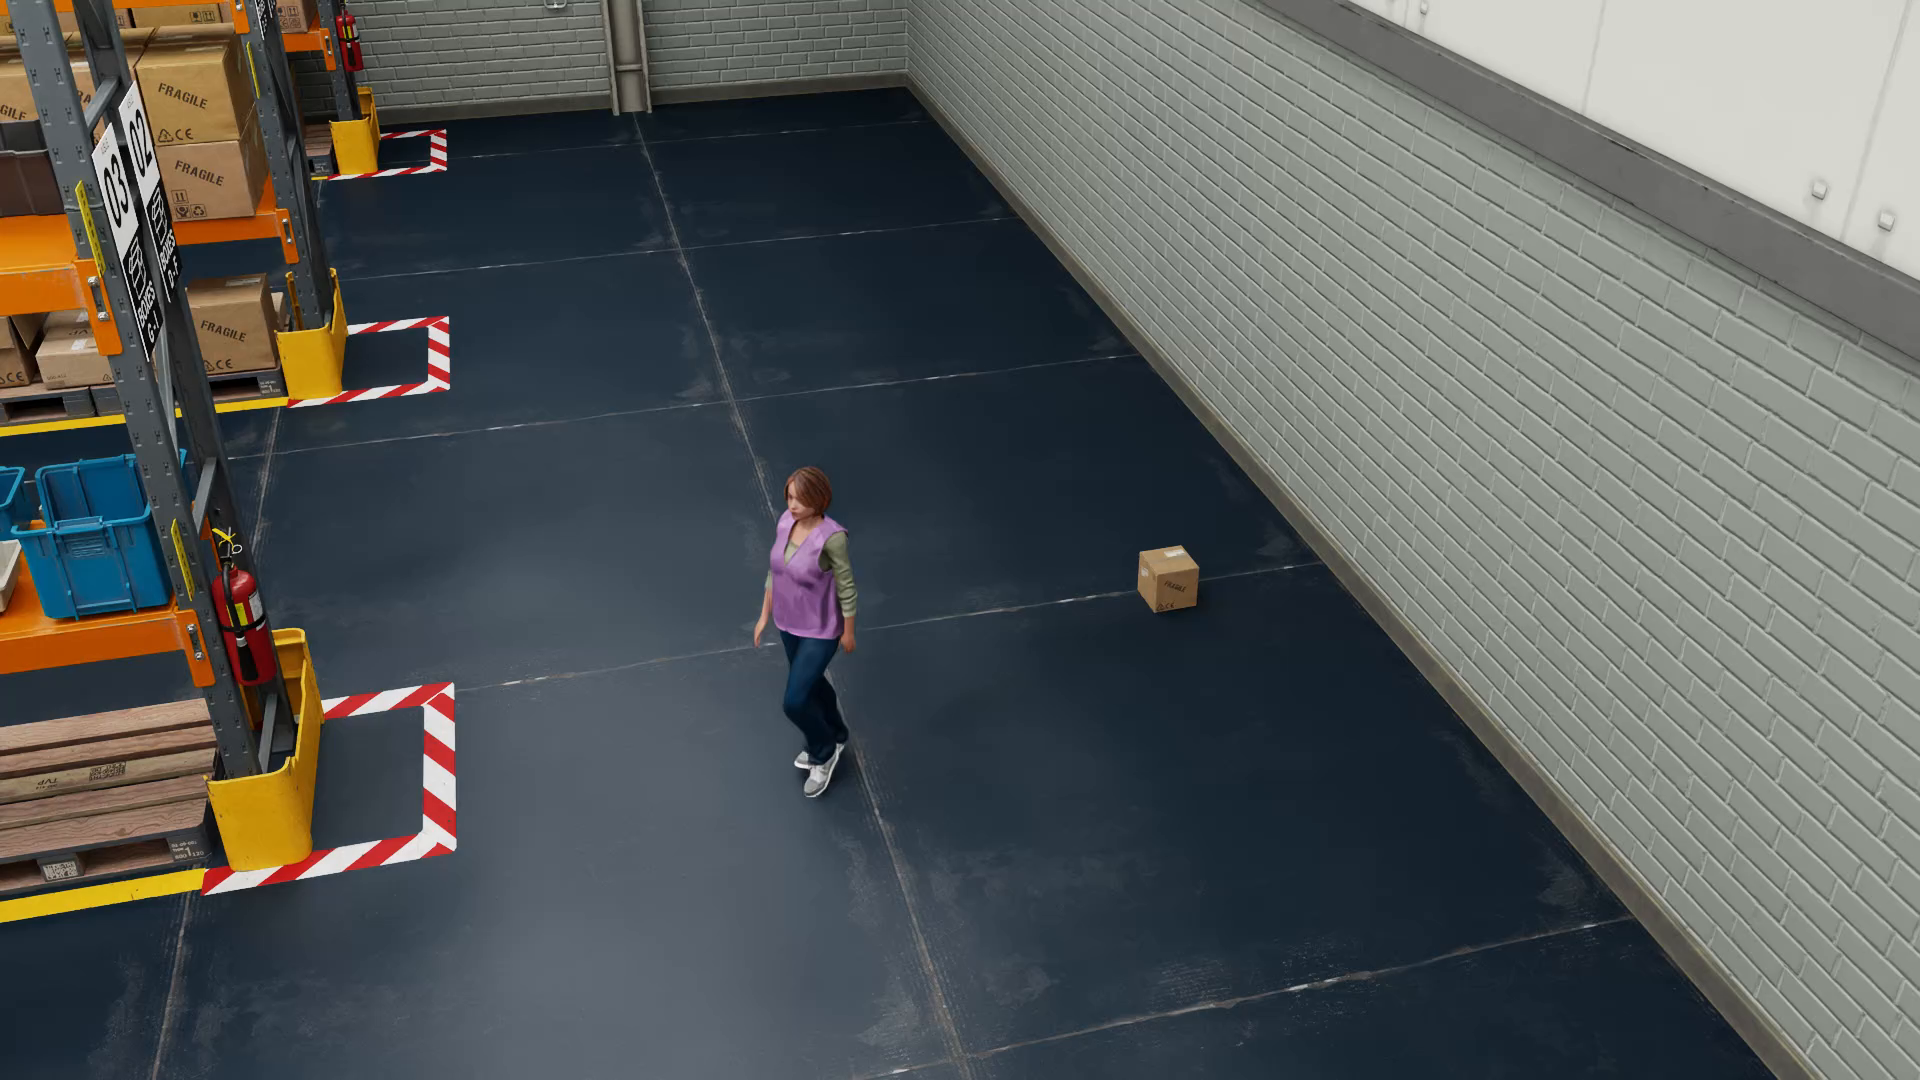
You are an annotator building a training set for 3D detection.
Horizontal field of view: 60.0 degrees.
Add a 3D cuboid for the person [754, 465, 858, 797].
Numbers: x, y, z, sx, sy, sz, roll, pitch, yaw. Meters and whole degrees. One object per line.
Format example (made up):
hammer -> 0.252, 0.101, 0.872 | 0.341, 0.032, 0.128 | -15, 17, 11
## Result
person -> -0.701, 0.419, 7.524 | 0.451, 1.628, 0.415 | -27, 40, -37
